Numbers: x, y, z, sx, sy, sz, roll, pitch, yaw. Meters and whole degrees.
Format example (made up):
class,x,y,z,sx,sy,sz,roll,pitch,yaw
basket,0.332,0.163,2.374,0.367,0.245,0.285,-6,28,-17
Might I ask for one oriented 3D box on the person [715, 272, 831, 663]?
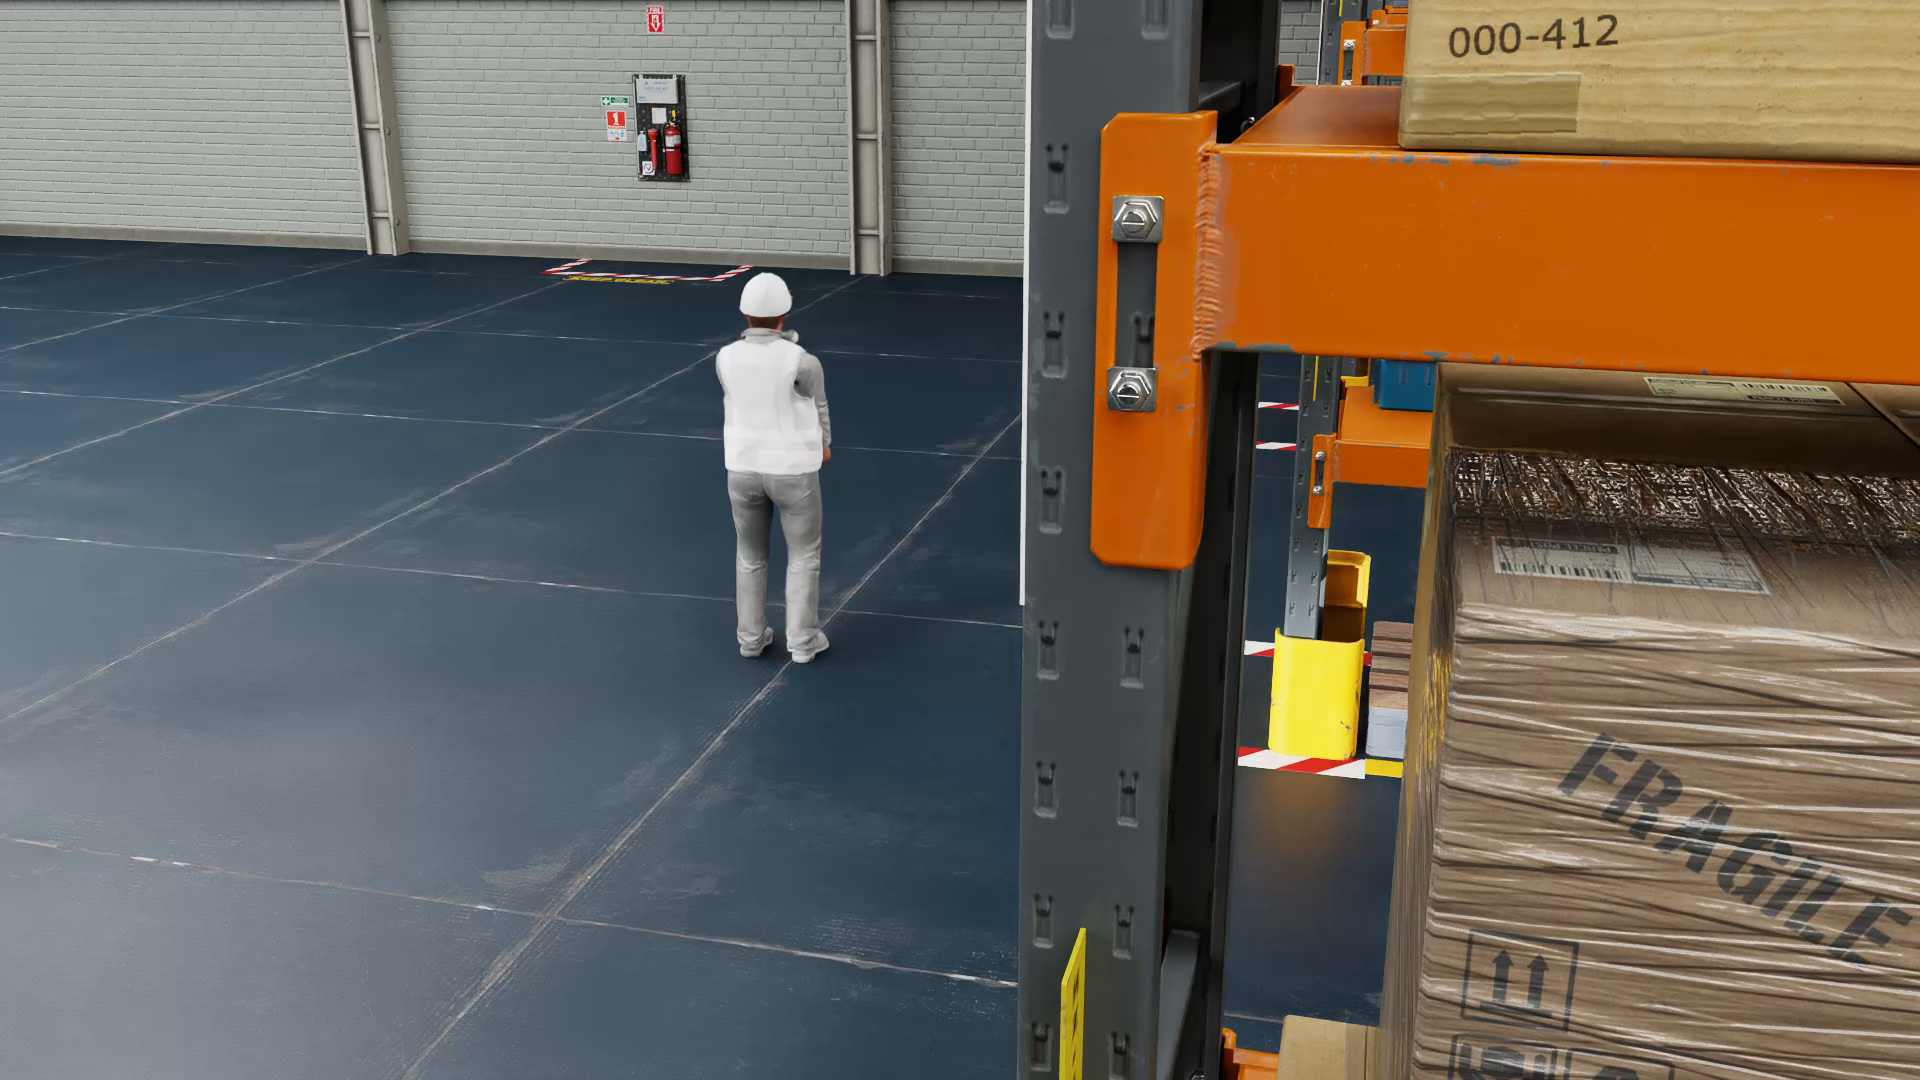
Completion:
class,x,y,z,sx,sy,sz,roll,pitch,yaw
person,-0.829,-0.342,7.567,0.495,1.772,0.554,4,19,13
